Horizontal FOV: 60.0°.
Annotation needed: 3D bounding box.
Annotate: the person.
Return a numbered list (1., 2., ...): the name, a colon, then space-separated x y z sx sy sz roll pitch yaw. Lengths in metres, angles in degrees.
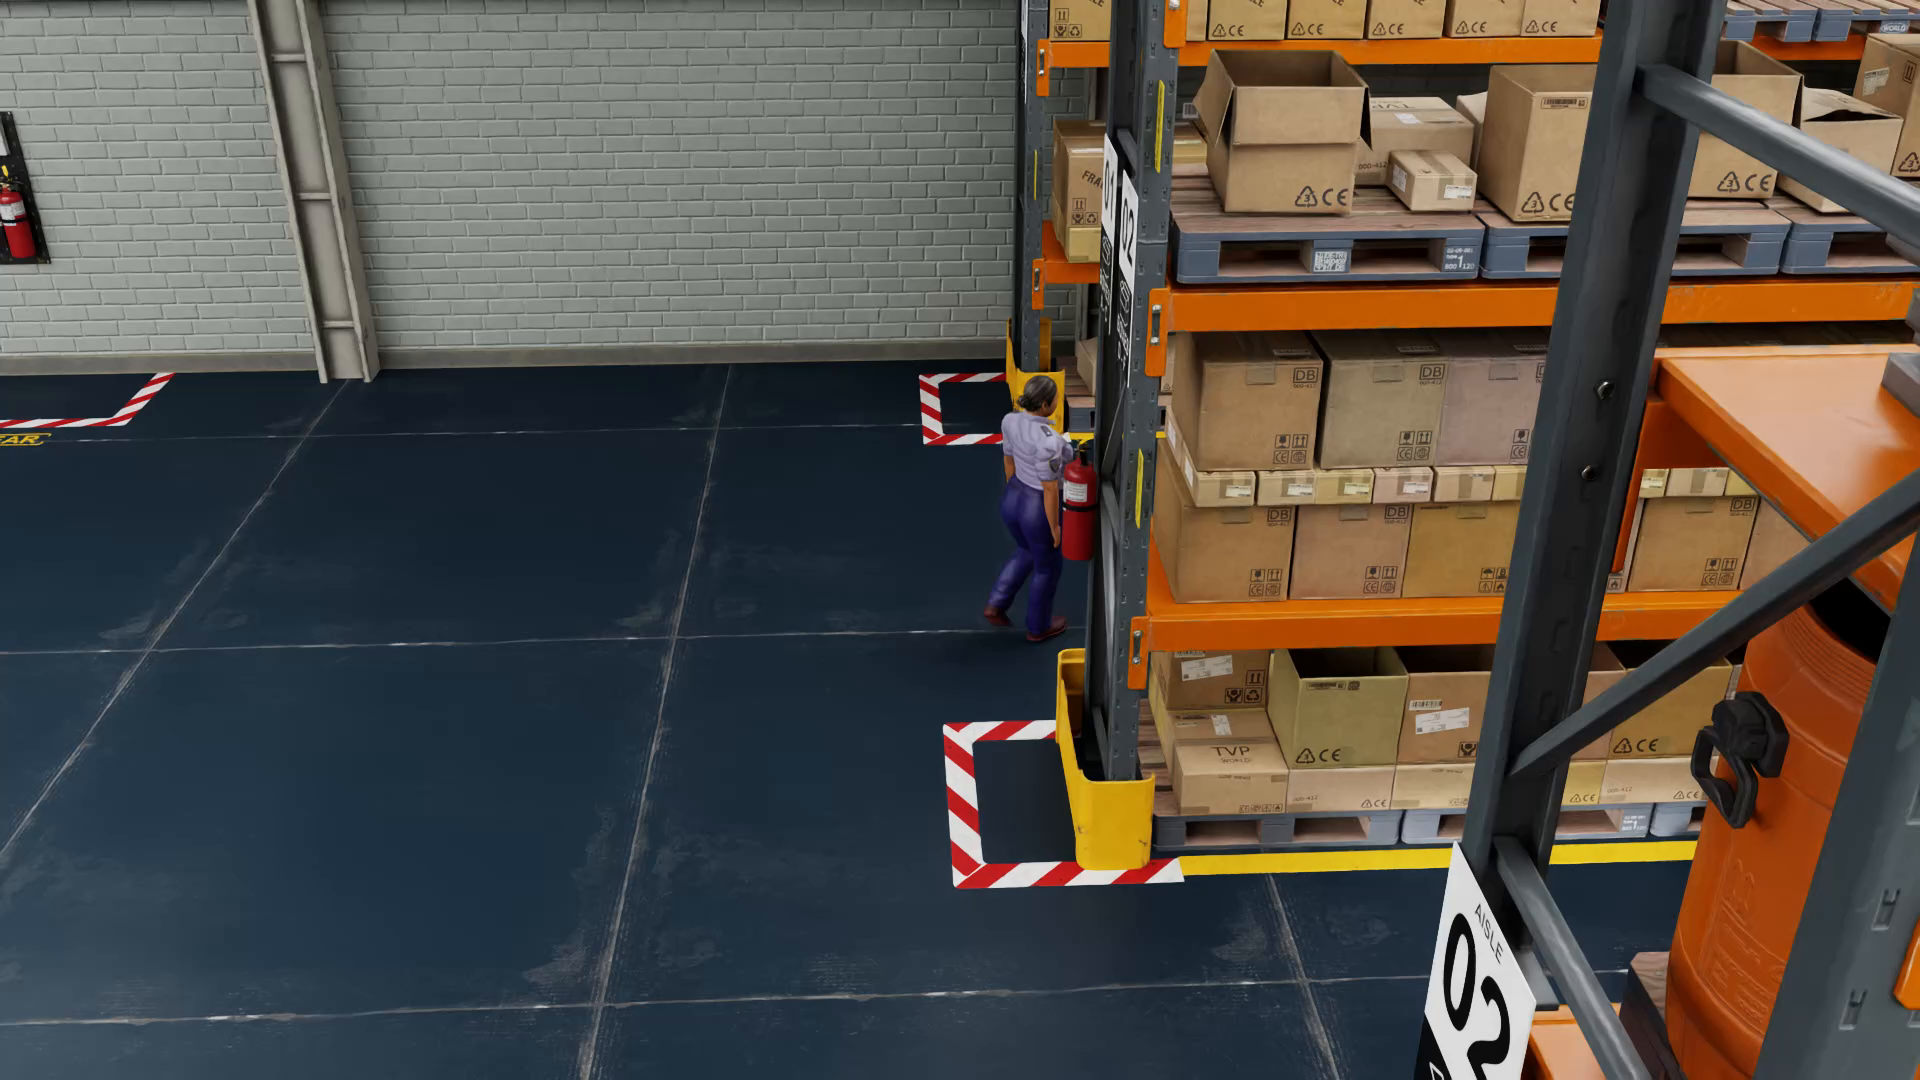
1. person: 0.413 -0.160 9.265 0.517 1.644 0.496 -19 33 -31
